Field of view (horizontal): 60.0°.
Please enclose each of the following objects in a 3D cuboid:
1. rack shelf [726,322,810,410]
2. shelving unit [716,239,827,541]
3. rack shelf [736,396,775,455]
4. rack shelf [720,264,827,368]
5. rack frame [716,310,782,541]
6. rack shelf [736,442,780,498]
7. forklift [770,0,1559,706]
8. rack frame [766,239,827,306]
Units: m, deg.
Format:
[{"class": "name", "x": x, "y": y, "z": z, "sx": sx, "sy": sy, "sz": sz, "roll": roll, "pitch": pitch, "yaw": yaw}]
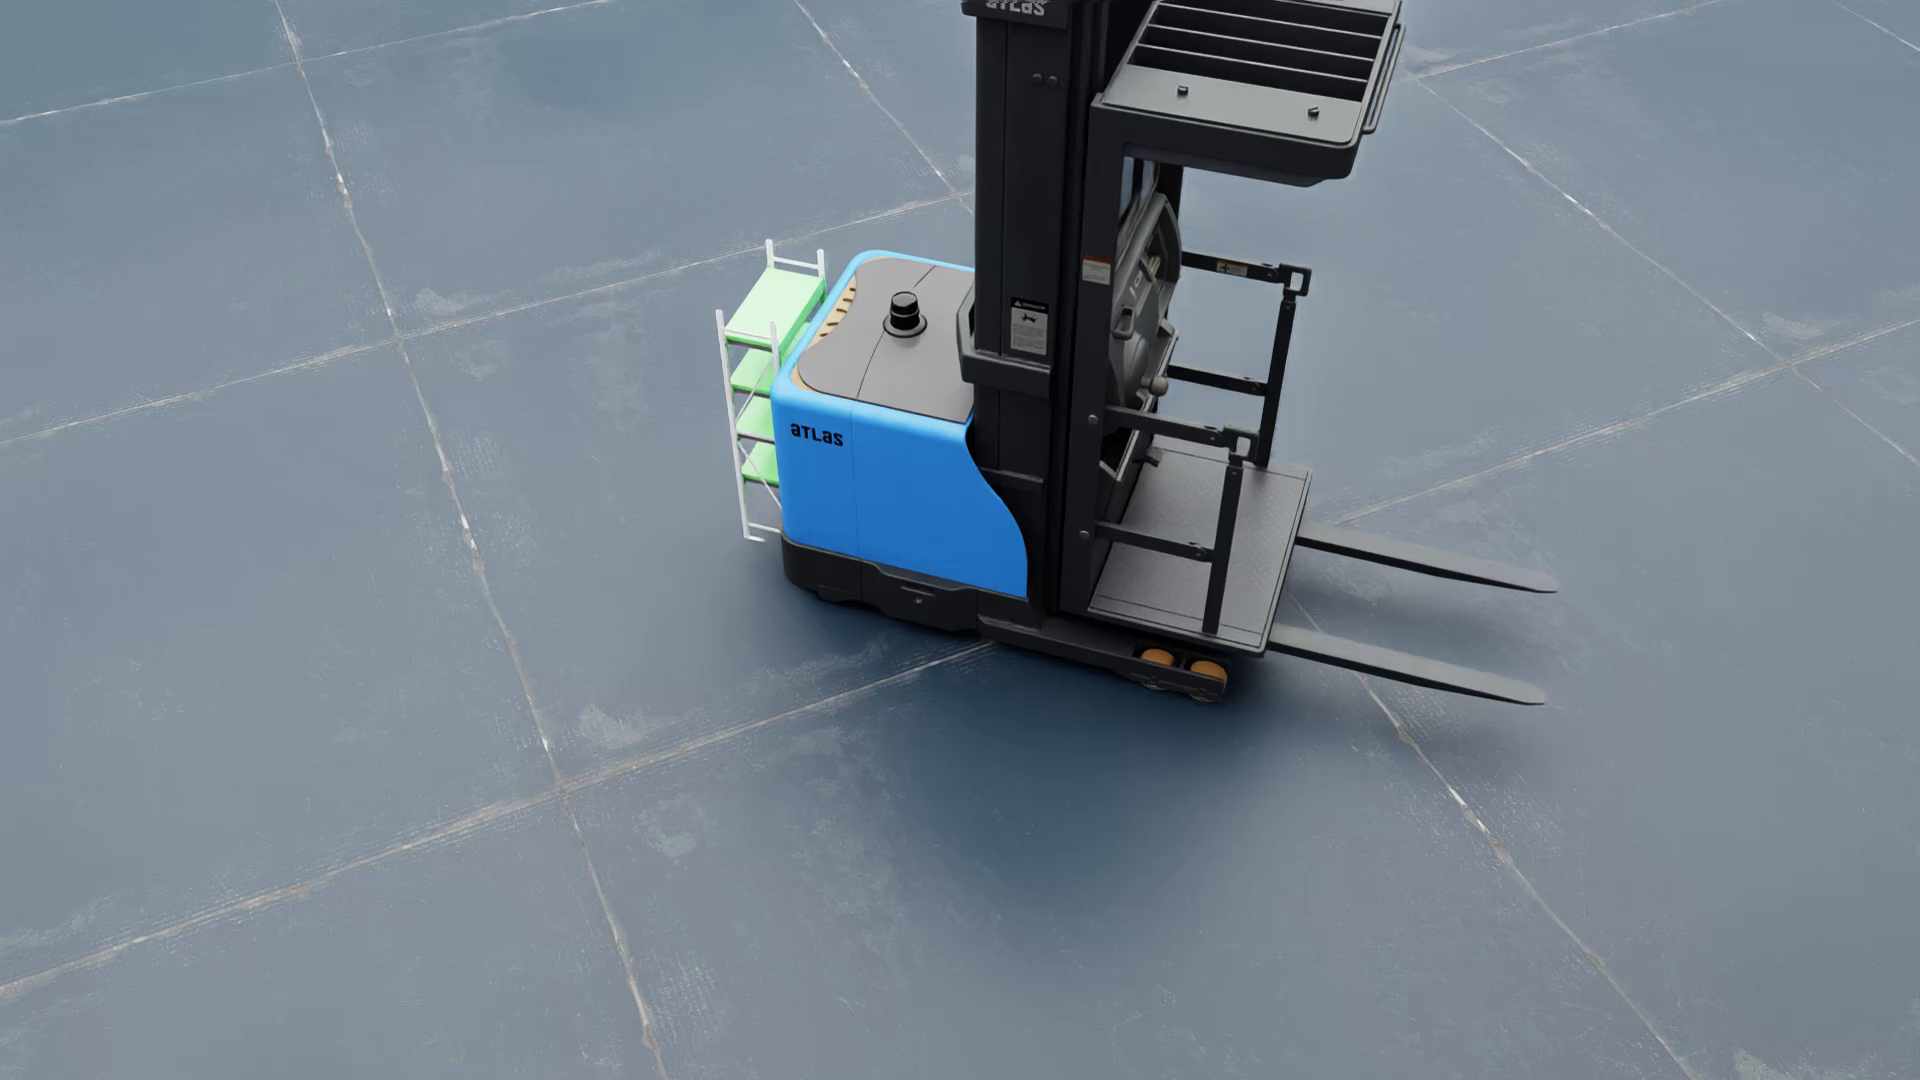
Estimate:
[{"class": "rack shelf", "x": -0.732, "y": -0.703, "z": 6.726, "sx": 0.258, "sy": 0.148, "sz": 0.480, "roll": 13, "pitch": 46, "yaw": 13}, {"class": "shelving unit", "x": -0.732, "y": -0.577, "z": 6.850, "sx": 0.258, "sy": 1.200, "sz": 0.503, "roll": 13, "pitch": 46, "yaw": 13}, {"class": "rack shelf", "x": -0.732, "y": -0.532, "z": 6.894, "sx": 0.258, "sy": 0.148, "sz": 0.480, "roll": 13, "pitch": 46, "yaw": 13}, {"class": "rack shelf", "x": -0.732, "y": -0.873, "z": 6.557, "sx": 0.258, "sy": 0.148, "sz": 0.480, "roll": 13, "pitch": 46, "yaw": 13}, {"class": "rack frame", "x": -0.807, "y": -0.414, "z": 6.684, "sx": 0.240, "sy": 1.200, "sz": 0.015, "roll": 13, "pitch": 46, "yaw": 13}, {"class": "rack shelf", "x": -0.732, "y": -0.361, "z": 7.063, "sx": 0.258, "sy": 0.148, "sz": 0.480, "roll": 13, "pitch": 46, "yaw": 13}, {"class": "forklift", "x": 0.847, "y": -0.835, "z": 5.878, "sx": 3.031, "sy": 2.935, "sz": 1.130, "roll": 13, "pitch": 46, "yaw": 13}, {"class": "rack frame", "x": -0.656, "y": -0.740, "z": 7.015, "sx": 0.240, "sy": 1.200, "sz": 0.015, "roll": 13, "pitch": 46, "yaw": 13}]
